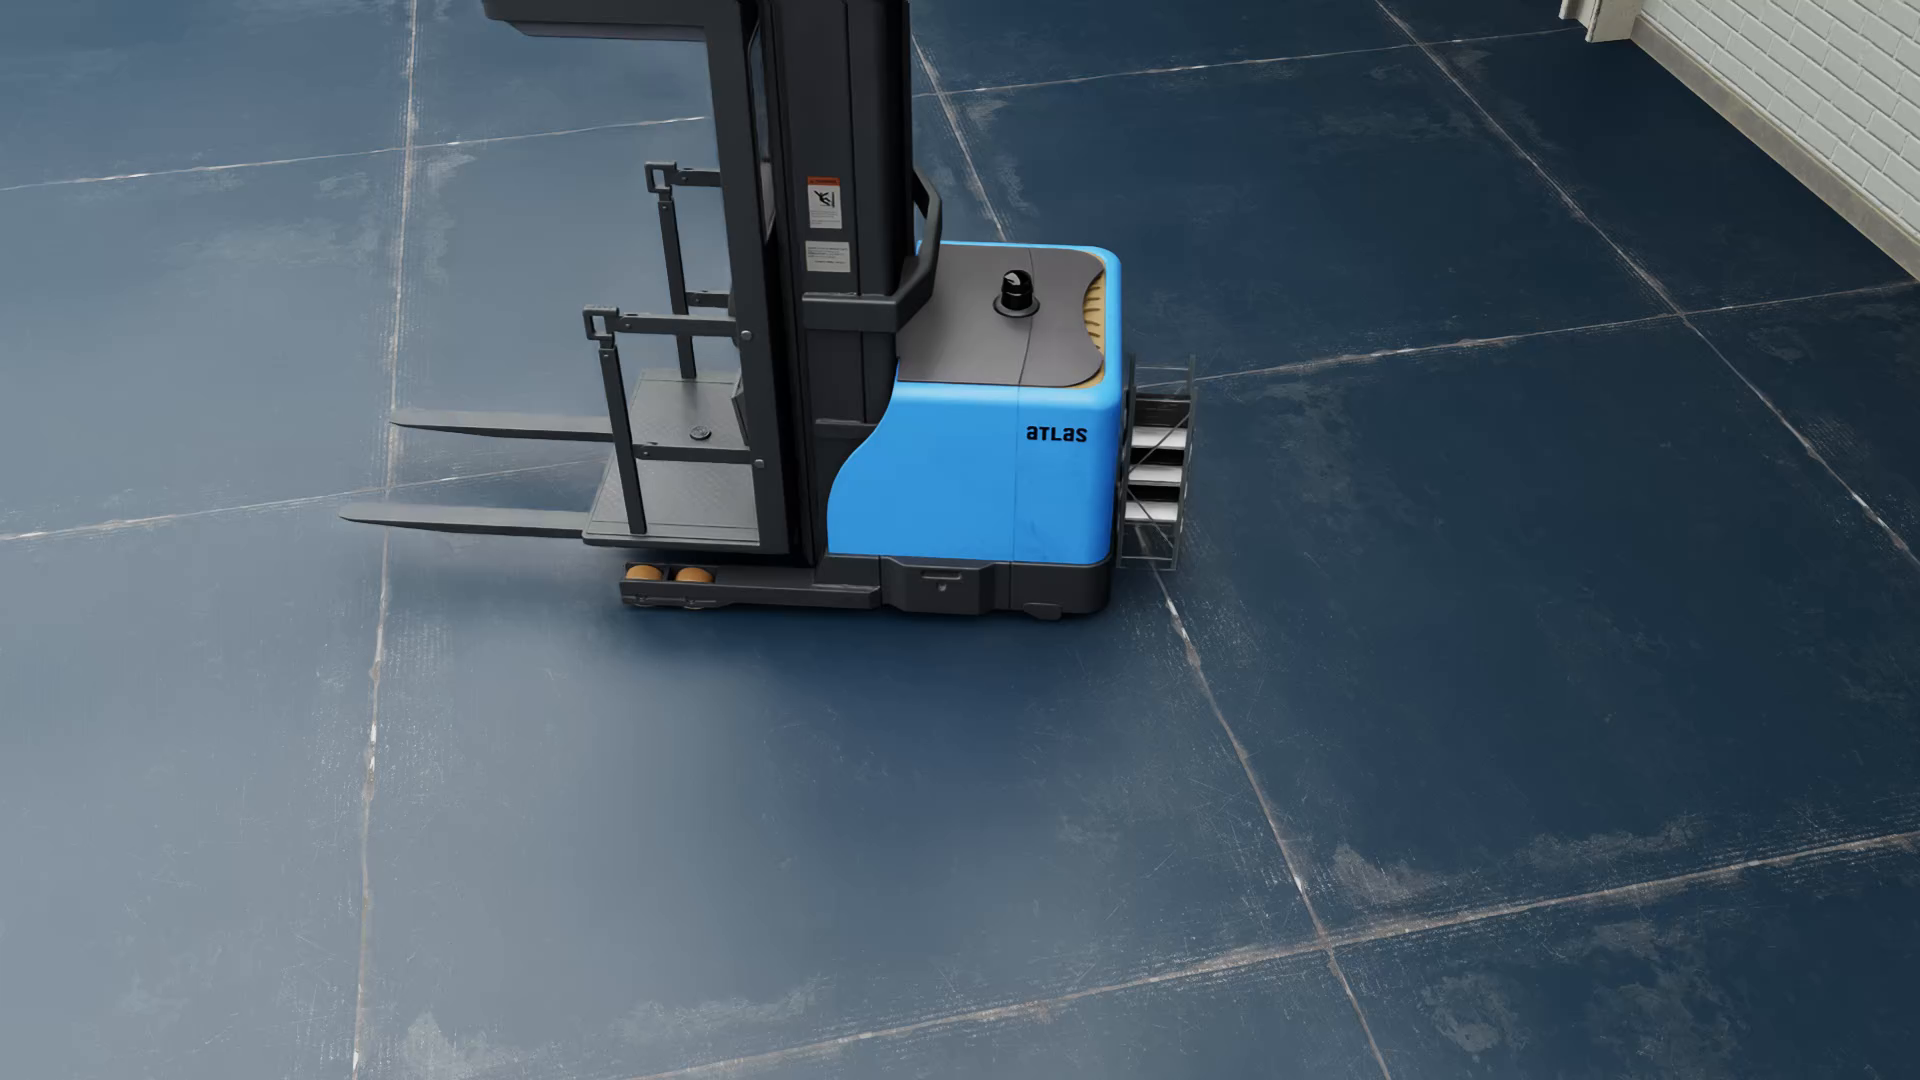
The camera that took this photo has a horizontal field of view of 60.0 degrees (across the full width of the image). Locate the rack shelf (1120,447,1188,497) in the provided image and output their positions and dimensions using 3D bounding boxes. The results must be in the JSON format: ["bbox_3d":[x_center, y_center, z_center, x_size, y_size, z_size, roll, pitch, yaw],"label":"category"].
[{"bbox_3d":[0.747,-0.262,6.417,0.258,0.077,0.200,3,42,3],"label":"rack shelf"}]

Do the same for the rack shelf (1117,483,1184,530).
[{"bbox_3d":[0.746,-0.127,6.536,0.258,0.077,0.200,3,42,3],"label":"rack shelf"}]

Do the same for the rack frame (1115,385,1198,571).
[{"bbox_3d":[0.740,-0.219,6.319,0.240,0.900,0.006,3,42,3],"label":"rack frame"}]

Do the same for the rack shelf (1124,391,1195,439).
[{"bbox_3d":[0.747,-0.464,6.237,0.258,0.077,0.200,3,42,3],"label":"rack shelf"}]

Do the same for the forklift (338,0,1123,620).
[{"bbox_3d":[-0.907,-1.175,5.865,3.031,2.935,1.130,3,42,3],"label":"forklift"}]

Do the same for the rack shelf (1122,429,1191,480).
[{"bbox_3d":[0.747,-0.329,6.357,0.258,0.077,0.200,3,42,3],"label":"rack shelf"}]

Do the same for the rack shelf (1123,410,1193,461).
[{"bbox_3d":[0.747,-0.396,6.297,0.258,0.077,0.200,3,42,3],"label":"rack shelf"}]

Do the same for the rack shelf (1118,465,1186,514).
[{"bbox_3d":[0.746,-0.194,6.476,0.258,0.077,0.200,3,42,3],"label":"rack shelf"}]

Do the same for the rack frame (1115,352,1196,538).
[{"bbox_3d":[0.754,-0.354,6.470,0.240,0.900,0.006,3,42,3],"label":"rack frame"}]

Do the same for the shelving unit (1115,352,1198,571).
[{"bbox_3d":[0.747,-0.287,6.394,0.258,0.900,0.210,3,42,3],"label":"shelving unit"}]

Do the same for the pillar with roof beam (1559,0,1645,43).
[{"bbox_3d":[-0.243,-5.944,6.668,9.100,9.000,0.400,-8,42,-9],"label":"pillar with roof beam"}]
